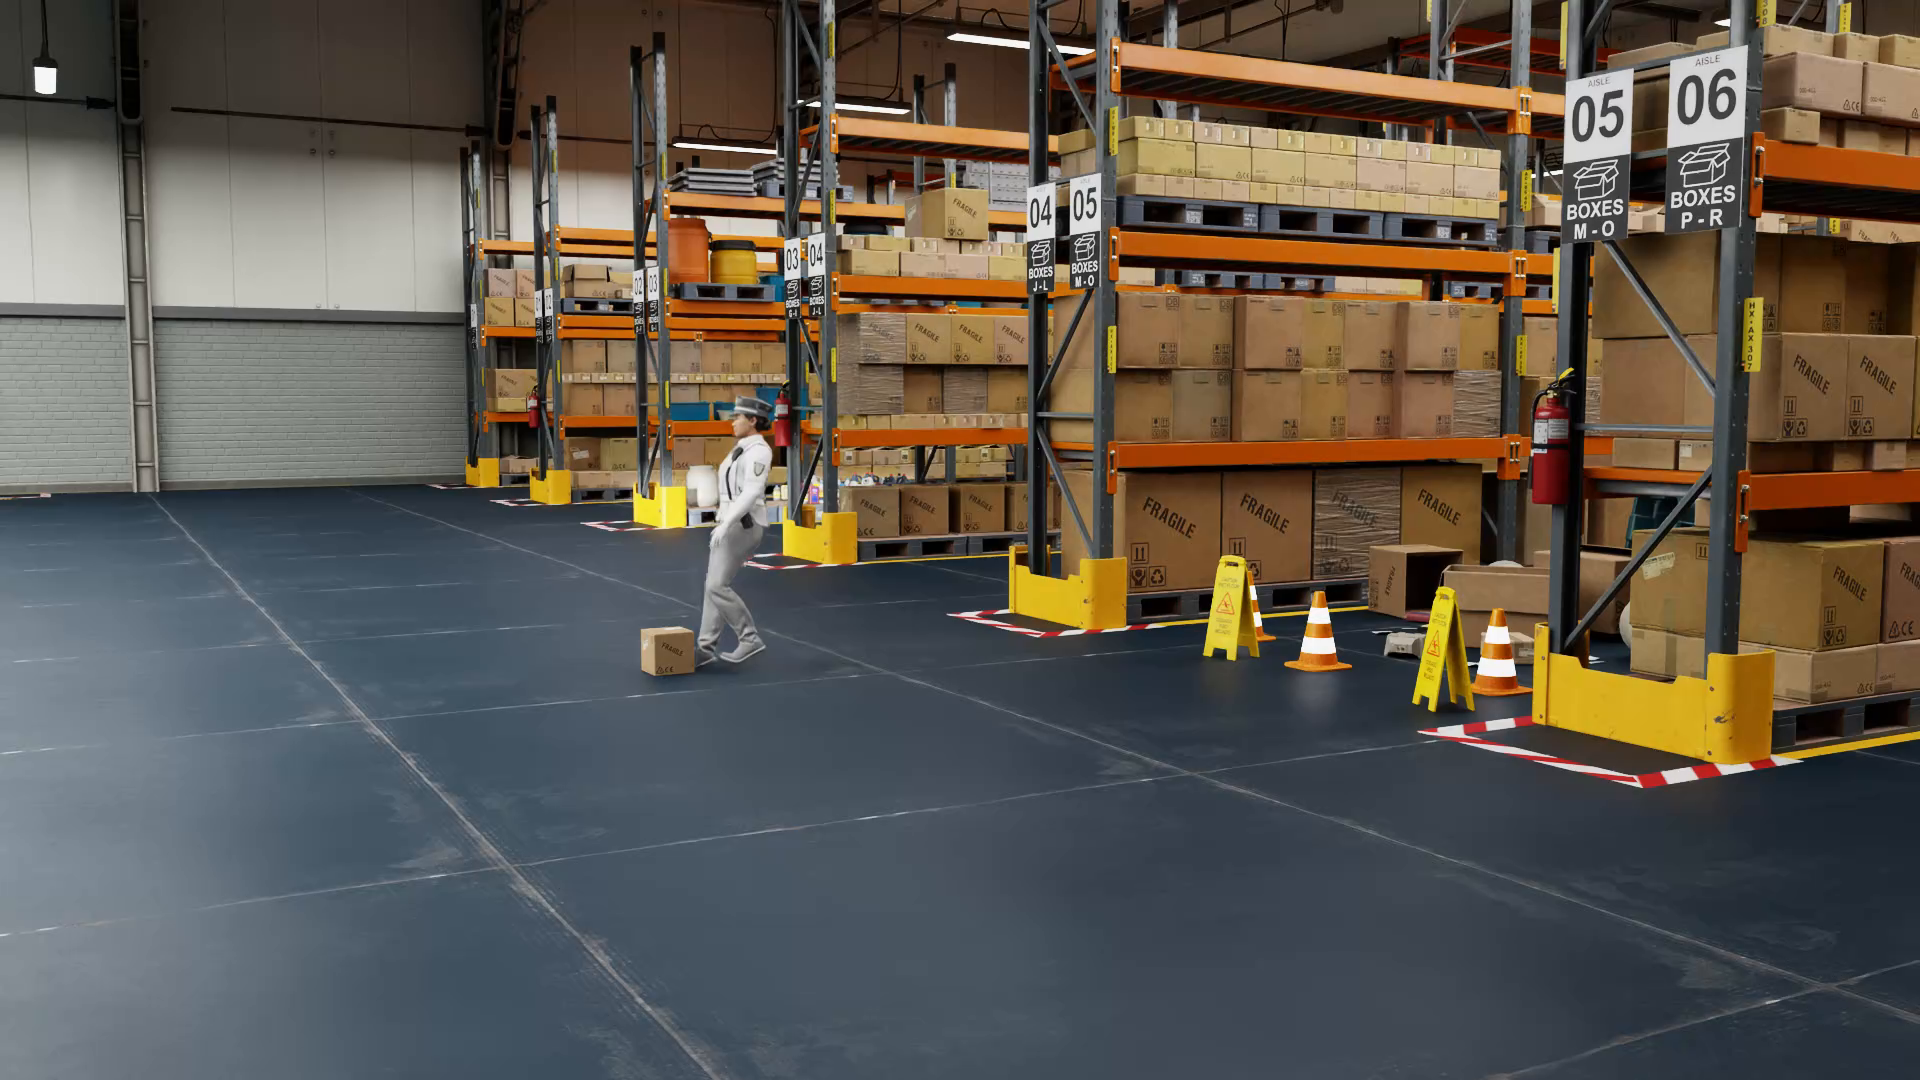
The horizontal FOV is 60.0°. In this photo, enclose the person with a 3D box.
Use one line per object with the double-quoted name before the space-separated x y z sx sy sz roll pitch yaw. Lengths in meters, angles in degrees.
"person" -1.432 -0.024 10.131 0.649 1.717 0.544 -2 6 -22
